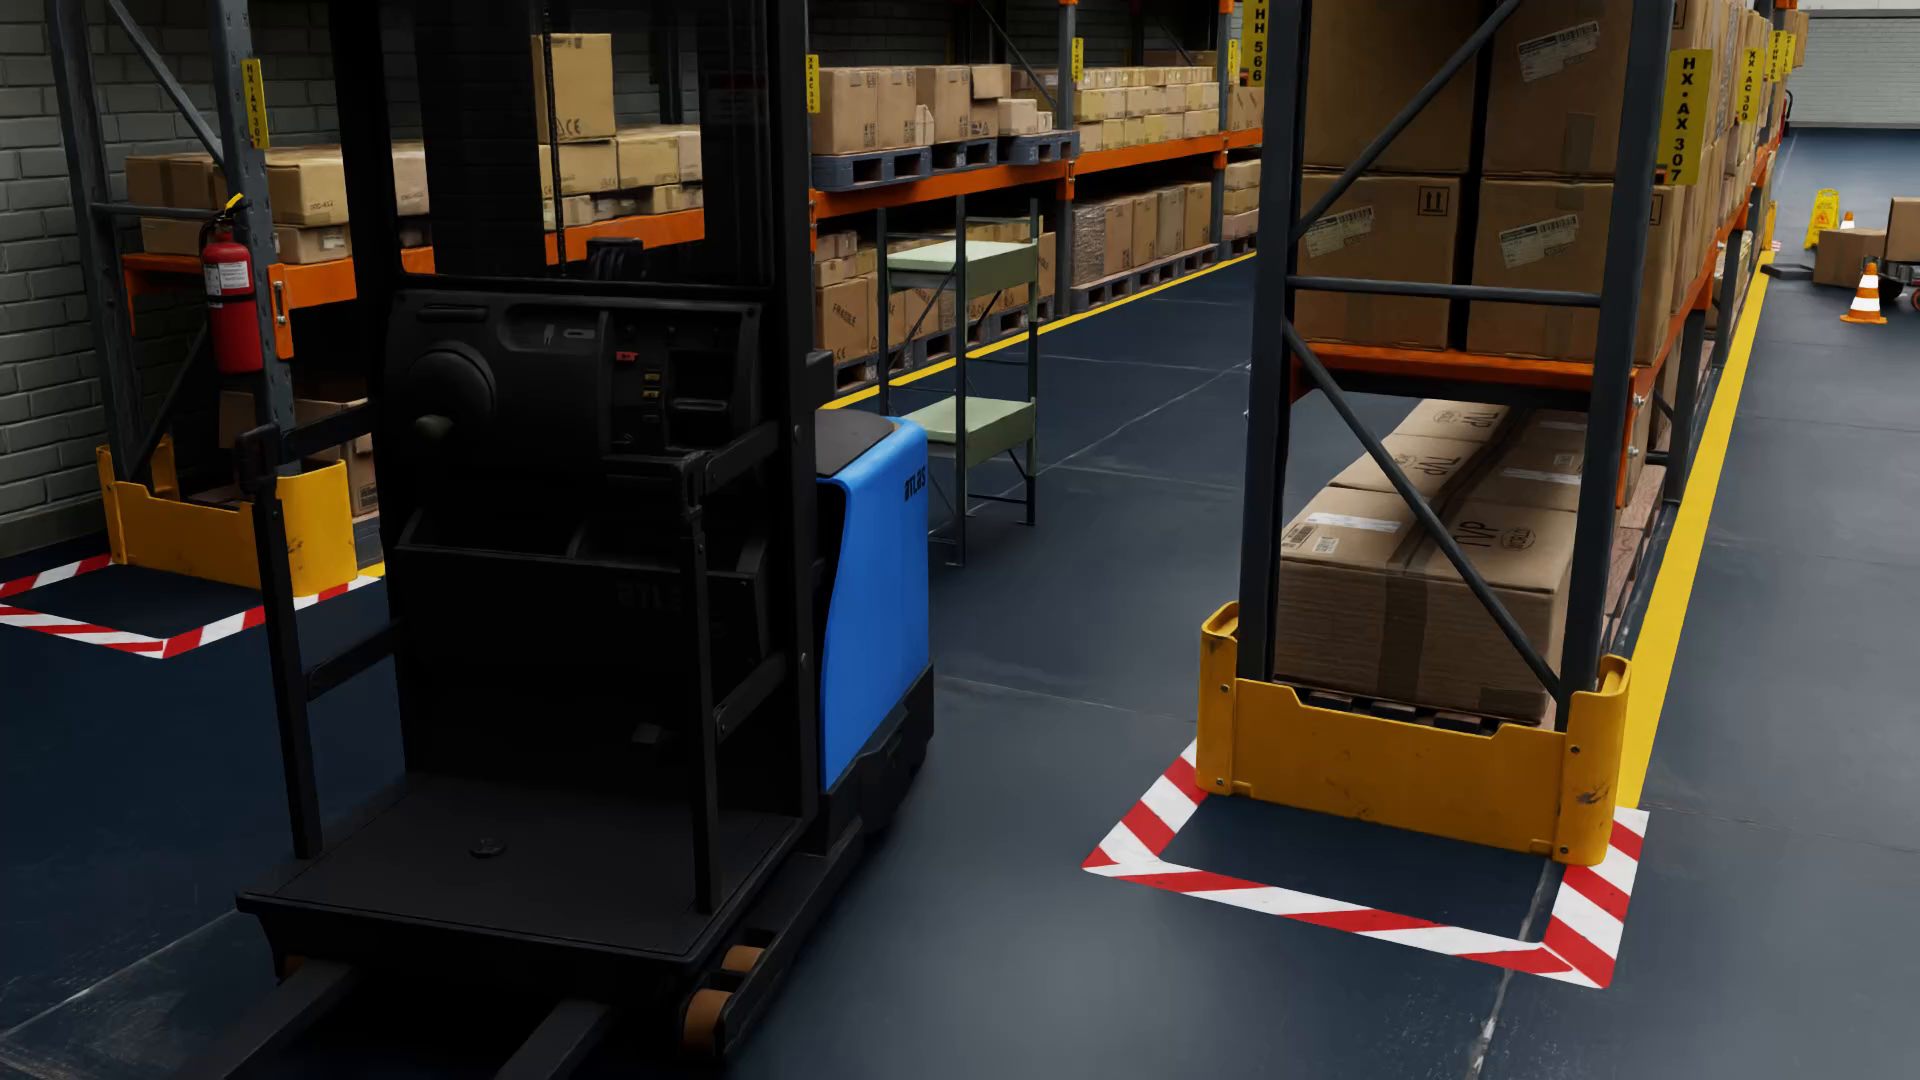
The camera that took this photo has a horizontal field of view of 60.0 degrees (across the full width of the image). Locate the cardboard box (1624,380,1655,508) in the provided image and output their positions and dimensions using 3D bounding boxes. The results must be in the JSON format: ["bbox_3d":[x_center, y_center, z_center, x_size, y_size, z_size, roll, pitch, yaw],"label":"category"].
[{"bbox_3d":[2.710,-0.512,7.741,0.875,0.438,0.875,8,18,25],"label":"cardboard box"}]

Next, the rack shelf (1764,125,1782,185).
[{"bbox_3d":[7.555,-3.887,16.607,1.077,0.370,4.000,8,18,25],"label":"rack shelf"}]

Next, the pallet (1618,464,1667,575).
[{"bbox_3d":[2.677,-0.164,7.707,1.003,0.211,1.213,8,18,25],"label":"pallet"}]

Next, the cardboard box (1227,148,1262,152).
[{"bbox_3d":[3.403,-4.508,19.771,0.500,0.250,0.500,8,18,25],"label":"cardboard box"}]

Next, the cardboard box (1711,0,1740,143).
[{"bbox_3d":[2.670,-1.798,6.377,0.500,0.500,0.500,8,18,26],"label":"cardboard box"}]

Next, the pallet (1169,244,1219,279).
[{"bbox_3d":[1.925,-2.824,16.660,1.003,0.211,1.213,8,18,25],"label":"pallet"}]

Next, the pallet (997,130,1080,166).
[{"bbox_3d":[0.192,-3.061,12.898,1.213,0.211,1.003,8,18,25],"label":"pallet"}]

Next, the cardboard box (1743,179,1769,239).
[{"bbox_3d":[7.167,-3.081,15.404,0.500,0.500,0.500,9,19,28],"label":"cardboard box"}]

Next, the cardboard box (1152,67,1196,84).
[{"bbox_3d":[2.011,-4.389,15.719,0.380,0.149,0.250,7,18,24],"label":"cardboard box"}]

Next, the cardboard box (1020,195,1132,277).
[{"bbox_3d":[1.008,-2.722,14.853,0.875,0.625,0.625,9,19,27],"label":"cardboard box"}]

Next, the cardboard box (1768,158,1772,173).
[{"bbox_3d":[7.622,-3.616,16.067,0.380,0.149,0.250,9,19,29],"label":"cardboard box"}]

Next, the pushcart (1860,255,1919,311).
[{"bbox_3d":[8.724,-2.188,14.229,1.648,0.377,0.936,2,17,6],"label":"pushcart"}]

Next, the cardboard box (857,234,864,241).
[{"bbox_3d":[-0.909,-2.095,11.823,0.380,0.149,0.250,8,18,26],"label":"cardboard box"}]

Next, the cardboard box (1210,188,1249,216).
[{"bbox_3d":[2.712,-3.560,17.455,0.500,0.250,0.500,8,18,25],"label":"cardboard box"}]

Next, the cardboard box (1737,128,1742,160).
[{"bbox_3d":[3.744,-2.065,8.594,0.500,0.250,0.500,8,19,26],"label":"cardboard box"}]

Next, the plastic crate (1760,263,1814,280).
[{"bbox_3d":[8.097,-2.618,16.200,0.402,0.080,0.583,2,17,6],"label":"plastic crate"}]

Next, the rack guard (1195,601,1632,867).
[{"bbox_3d":[1.289,0.538,4.833,1.175,0.500,0.348,8,18,25],"label":"rack guard"}]

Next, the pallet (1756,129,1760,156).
[{"bbox_3d":[5.722,-3.121,13.101,1.003,0.211,1.213,8,18,25],"label":"pallet"}]

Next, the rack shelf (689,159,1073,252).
[{"bbox_3d":[-0.462,-2.480,11.869,1.077,0.370,4.000,8,18,25],"label":"rack shelf"}]

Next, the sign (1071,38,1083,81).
[{"bbox_3d":[0.922,-3.785,13.104,0.100,0.325,0.005,8,18,25],"label":"sign"}]

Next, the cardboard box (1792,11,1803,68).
[{"bbox_3d":[7.549,-4.729,15.722,0.700,0.500,0.500,8,18,24],"label":"cardboard box"}]

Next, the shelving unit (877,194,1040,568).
[{"bbox_3d":[0.003,-0.721,7.317,0.431,1.500,0.755,8,18,25],"label":"shelving unit"}]

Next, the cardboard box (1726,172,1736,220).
[{"bbox_3d":[3.750,-1.823,8.658,0.500,0.250,0.500,8,18,24],"label":"cardboard box"}]

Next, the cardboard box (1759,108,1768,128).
[{"bbox_3d":[6.351,-3.437,13.530,0.380,0.149,0.250,8,18,26],"label":"cardboard box"}]

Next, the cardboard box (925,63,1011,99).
[{"bbox_3d":[0.062,-3.472,13.033,0.500,0.500,0.500,9,19,28],"label":"cardboard box"}]

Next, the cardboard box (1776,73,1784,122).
[{"bbox_3d":[7.547,-4.247,15.856,0.500,0.500,0.500,8,18,25],"label":"cardboard box"}]

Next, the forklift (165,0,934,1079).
[{"bbox_3d":[-0.952,-0.374,3.635,1.130,2.935,3.031,4,17,14],"label":"forklift"}]

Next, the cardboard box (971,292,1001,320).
[{"bbox_3d":[-0.029,-1.942,12.448,0.500,0.500,0.500,9,19,28],"label":"cardboard box"}]

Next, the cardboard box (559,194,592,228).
[{"bbox_3d":[-2.031,-1.616,8.139,0.380,0.149,0.250,9,19,27],"label":"cardboard box"}]

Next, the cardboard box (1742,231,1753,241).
[{"bbox_3d":[6.429,-2.530,14.653,0.950,0.372,0.625,8,18,26],"label":"cardboard box"}]

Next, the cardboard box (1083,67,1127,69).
[{"bbox_3d":[1.362,-4.397,15.744,0.380,0.149,0.250,8,18,25],"label":"cardboard box"}]

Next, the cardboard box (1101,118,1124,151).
[{"bbox_3d":[1.078,-3.472,14.208,0.500,0.250,0.500,8,18,24],"label":"cardboard box"}]

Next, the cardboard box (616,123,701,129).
[{"bbox_3d":[-1.818,-2.294,9.721,0.500,0.250,0.500,8,18,25],"label":"cardboard box"}]

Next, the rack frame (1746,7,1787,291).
[{"bbox_3d":[6.662,-3.722,14.789,1.000,3.000,0.127,8,18,25],"label":"rack frame"}]

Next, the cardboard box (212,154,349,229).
[{"bbox_3d":[-2.699,-1.448,6.874,0.500,0.250,0.500,8,18,26],"label":"cardboard box"}]

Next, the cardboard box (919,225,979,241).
[{"bbox_3d":[-0.083,-2.230,12.278,0.380,0.149,0.250,8,18,25],"label":"cardboard box"}]

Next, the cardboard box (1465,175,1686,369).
[{"bbox_3d":[1.771,-0.800,4.772,0.500,0.500,0.500,8,18,25],"label":"cardboard box"}]

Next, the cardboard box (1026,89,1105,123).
[{"bbox_3d":[0.871,-3.581,13.697,0.500,0.250,0.500,8,18,25],"label":"cardboard box"}]

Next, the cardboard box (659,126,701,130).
[{"bbox_3d":[-1.365,-2.225,9.489,0.500,0.250,0.500,9,19,27],"label":"cardboard box"}]

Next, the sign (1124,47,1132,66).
[{"bbox_3d":[1.722,-4.876,17.014,0.100,0.325,0.005,8,18,25],"label":"sign"}]

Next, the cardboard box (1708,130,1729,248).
[{"bbox_3d":[3.108,-1.582,7.407,0.500,0.500,0.500,8,18,26],"label":"cardboard box"}]

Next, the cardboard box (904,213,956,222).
[{"bbox_3d":[-0.222,-2.491,13.155,0.380,0.149,0.250,9,19,27],"label":"cardboard box"}]

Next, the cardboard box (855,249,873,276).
[{"bbox_3d":[-0.798,-1.834,10.944,0.380,0.149,0.250,7,18,23],"label":"cardboard box"}]

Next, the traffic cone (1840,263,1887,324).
[{"bbox_3d":[7.360,-2.012,13.487,0.336,0.463,0.334,8,18,25],"label":"traffic cone"}]

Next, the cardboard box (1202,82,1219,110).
[{"bbox_3d":[2.229,-4.363,16.332,0.500,0.250,0.500,8,18,24],"label":"cardboard box"}]

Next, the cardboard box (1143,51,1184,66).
[{"bbox_3d":[2.092,-4.974,17.166,0.380,0.149,0.250,8,18,26],"label":"cardboard box"}]

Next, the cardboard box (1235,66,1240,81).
[{"bbox_3d":[2.711,-4.826,17.189,0.380,0.149,0.250,9,19,27],"label":"cardboard box"}]

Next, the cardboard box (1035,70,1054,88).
[{"bbox_3d":[0.584,-3.941,14.209,0.380,0.149,0.250,8,18,25],"label":"cardboard box"}]

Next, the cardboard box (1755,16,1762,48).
[{"bbox_3d":[4.195,-2.681,9.349,0.500,0.500,0.500,8,18,24],"label":"cardboard box"}]

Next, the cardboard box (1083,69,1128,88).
[{"bbox_3d":[1.239,-4.010,14.441,0.380,0.149,0.250,8,18,26],"label":"cardboard box"}]

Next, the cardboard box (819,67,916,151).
[{"bbox_3d":[-0.708,-2.791,10.740,0.700,0.500,0.500,8,18,26],"label":"cardboard box"}]

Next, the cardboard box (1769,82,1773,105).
[{"bbox_3d":[6.661,-3.967,14.178,0.500,0.500,0.500,8,18,24],"label":"cardboard box"}]

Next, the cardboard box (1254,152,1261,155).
[{"bbox_3d":[3.641,-4.317,19.126,0.500,0.250,0.500,8,18,26],"label":"cardboard box"}]
